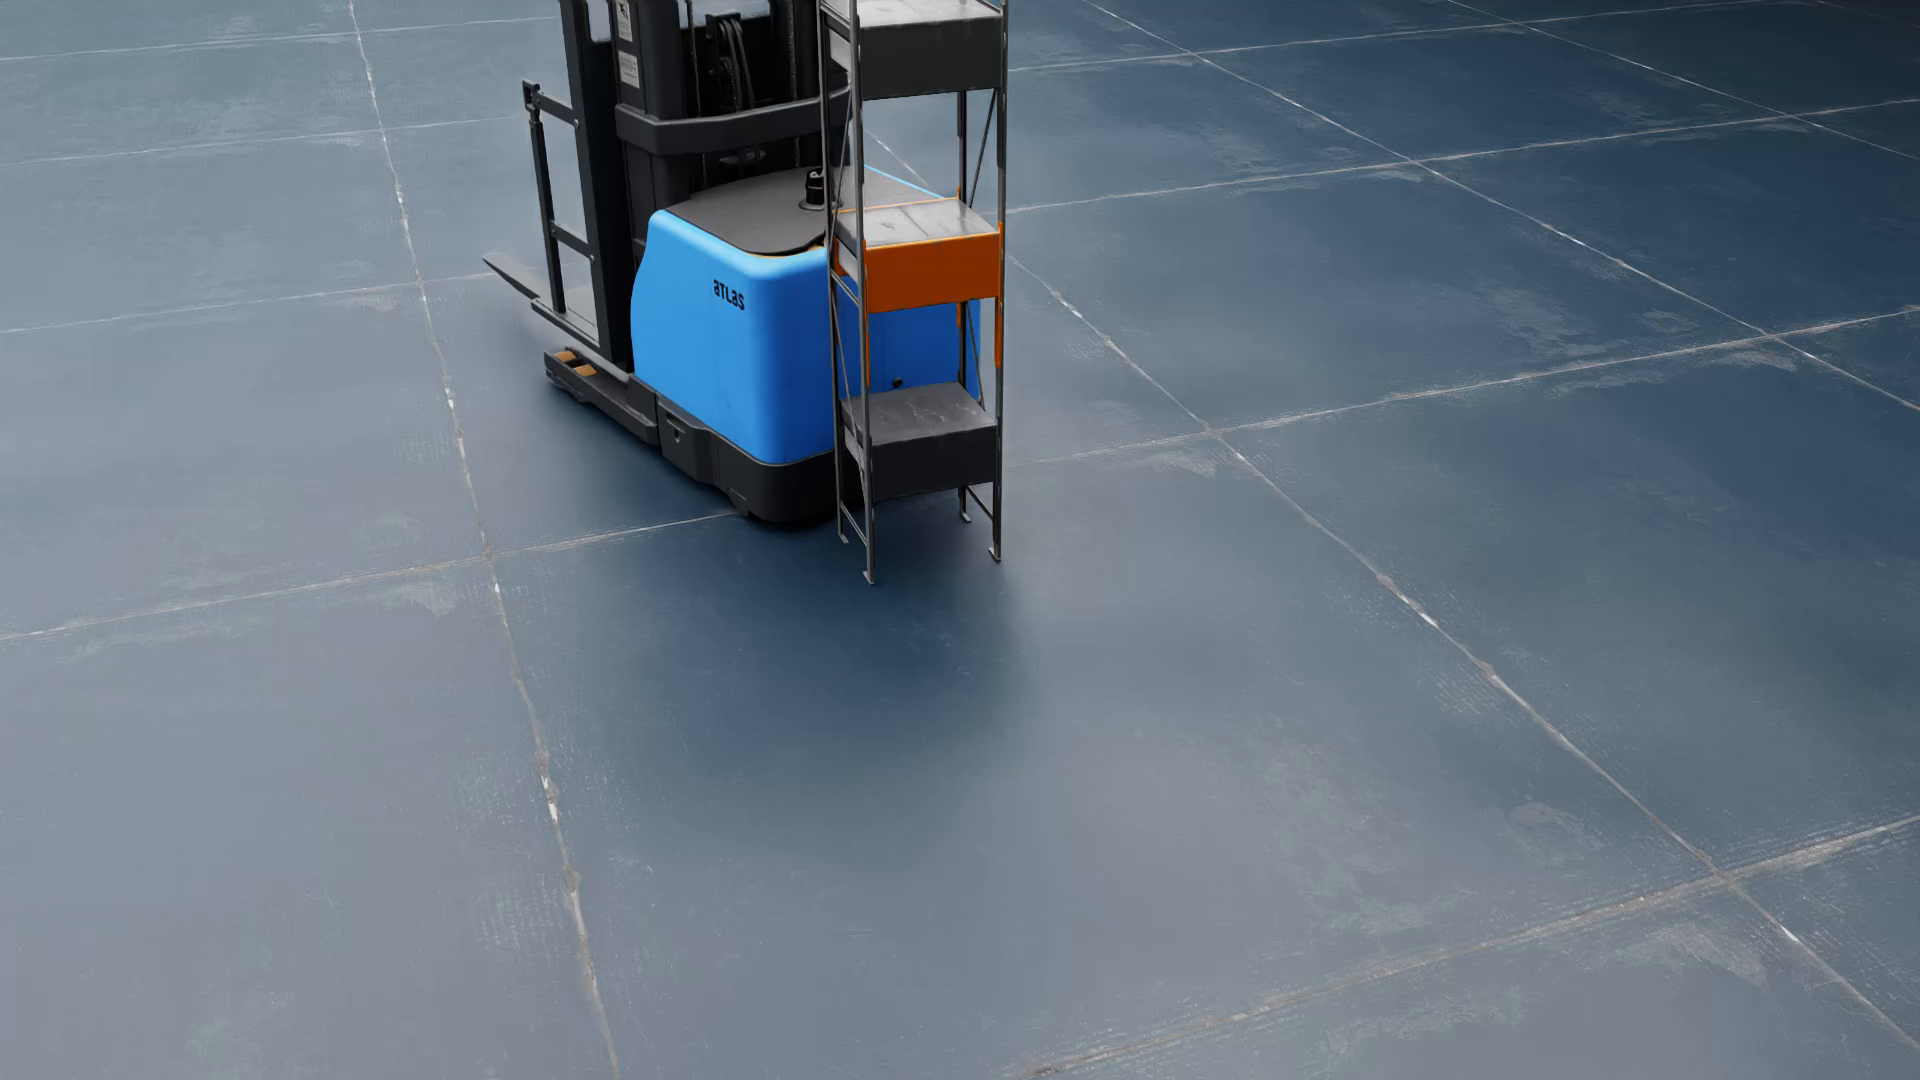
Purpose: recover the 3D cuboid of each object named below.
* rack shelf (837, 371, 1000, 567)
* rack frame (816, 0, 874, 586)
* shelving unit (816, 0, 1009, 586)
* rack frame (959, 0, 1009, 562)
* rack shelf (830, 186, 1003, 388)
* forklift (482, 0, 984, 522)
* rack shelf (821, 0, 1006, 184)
[{"bbox_3d":[-0.155,-0.264,6.033,0.480,0.518,0.431,-10,31,-18],"label":"rack shelf"},{"bbox_3d":[-0.384,-0.842,5.606,0.015,2.100,0.400,-10,31,-18],"label":"rack frame"},{"bbox_3d":[-0.155,-0.884,5.680,0.503,2.100,0.431,-10,31,-18],"label":"shelving unit"},{"bbox_3d":[0.074,-0.926,5.754,0.015,2.100,0.400,-10,31,-18],"label":"rack frame"},{"bbox_3d":[-0.155,-0.872,5.687,0.480,0.518,0.431,-10,31,-18],"label":"rack shelf"},{"bbox_3d":[-1.198,-2.007,6.812,1.130,2.935,3.031,-21,36,-32],"label":"forklift"},{"bbox_3d":[-0.155,-1.480,5.340,0.480,0.518,0.431,-10,31,-18],"label":"rack shelf"}]
